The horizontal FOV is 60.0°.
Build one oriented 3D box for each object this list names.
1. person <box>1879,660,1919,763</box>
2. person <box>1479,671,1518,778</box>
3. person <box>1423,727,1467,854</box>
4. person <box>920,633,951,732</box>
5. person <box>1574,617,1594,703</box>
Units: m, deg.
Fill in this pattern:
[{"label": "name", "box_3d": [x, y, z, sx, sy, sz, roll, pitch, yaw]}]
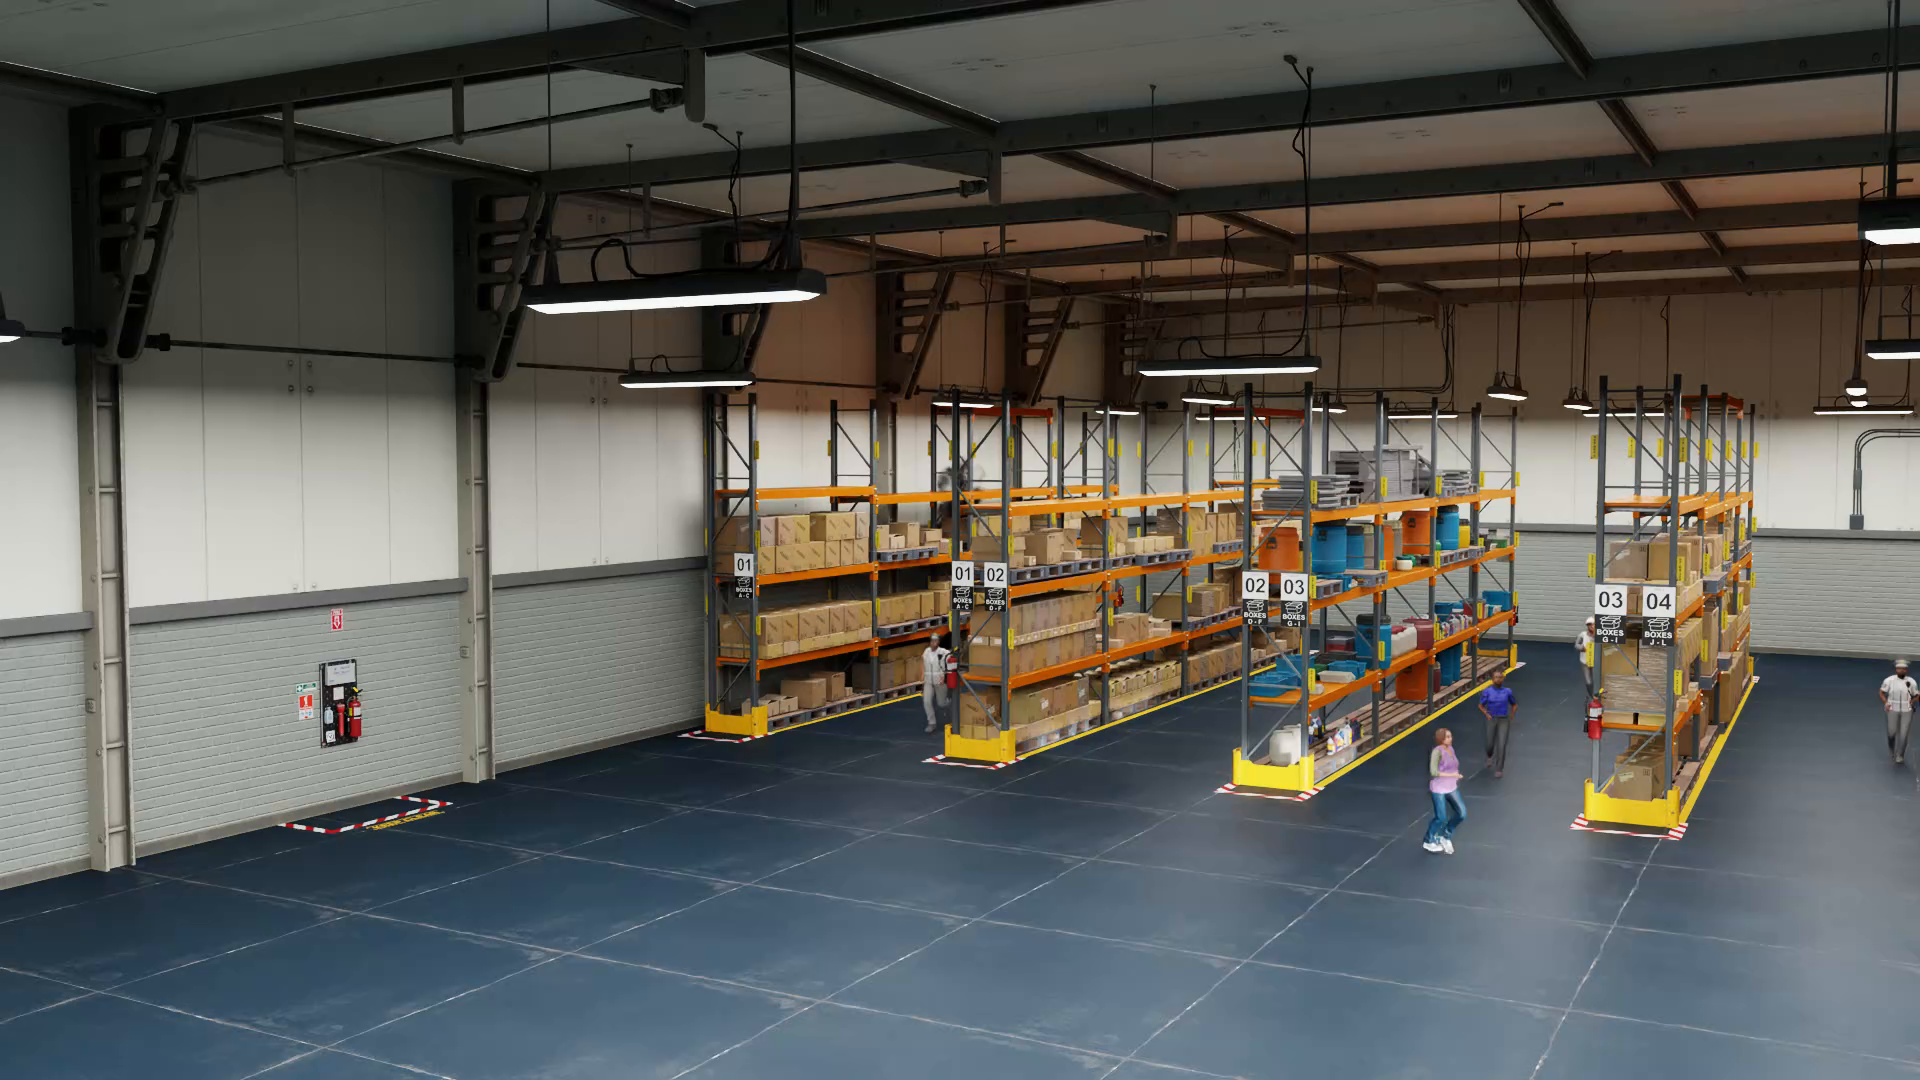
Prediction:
[{"label": "person", "box_3d": [14.997, 2.736, 26.535, 0.567, 1.651, 0.558, 2, 3, 26]}, {"label": "person", "box_3d": [8.280, 2.819, 25.587, 0.578, 1.596, 0.658, 1, 3, 15]}, {"label": "person", "box_3d": [5.996, 3.096, 20.494, 0.500, 1.577, 0.650, -2, 4, -32]}, {"label": "person", "box_3d": [-0.433, 2.538, 29.898, 0.666, 1.762, 0.813, 1, 3, 16]}, {"label": "person", "box_3d": [12.268, 2.387, 32.281, 0.640, 1.795, 0.777, 2, 4, 28]}]
